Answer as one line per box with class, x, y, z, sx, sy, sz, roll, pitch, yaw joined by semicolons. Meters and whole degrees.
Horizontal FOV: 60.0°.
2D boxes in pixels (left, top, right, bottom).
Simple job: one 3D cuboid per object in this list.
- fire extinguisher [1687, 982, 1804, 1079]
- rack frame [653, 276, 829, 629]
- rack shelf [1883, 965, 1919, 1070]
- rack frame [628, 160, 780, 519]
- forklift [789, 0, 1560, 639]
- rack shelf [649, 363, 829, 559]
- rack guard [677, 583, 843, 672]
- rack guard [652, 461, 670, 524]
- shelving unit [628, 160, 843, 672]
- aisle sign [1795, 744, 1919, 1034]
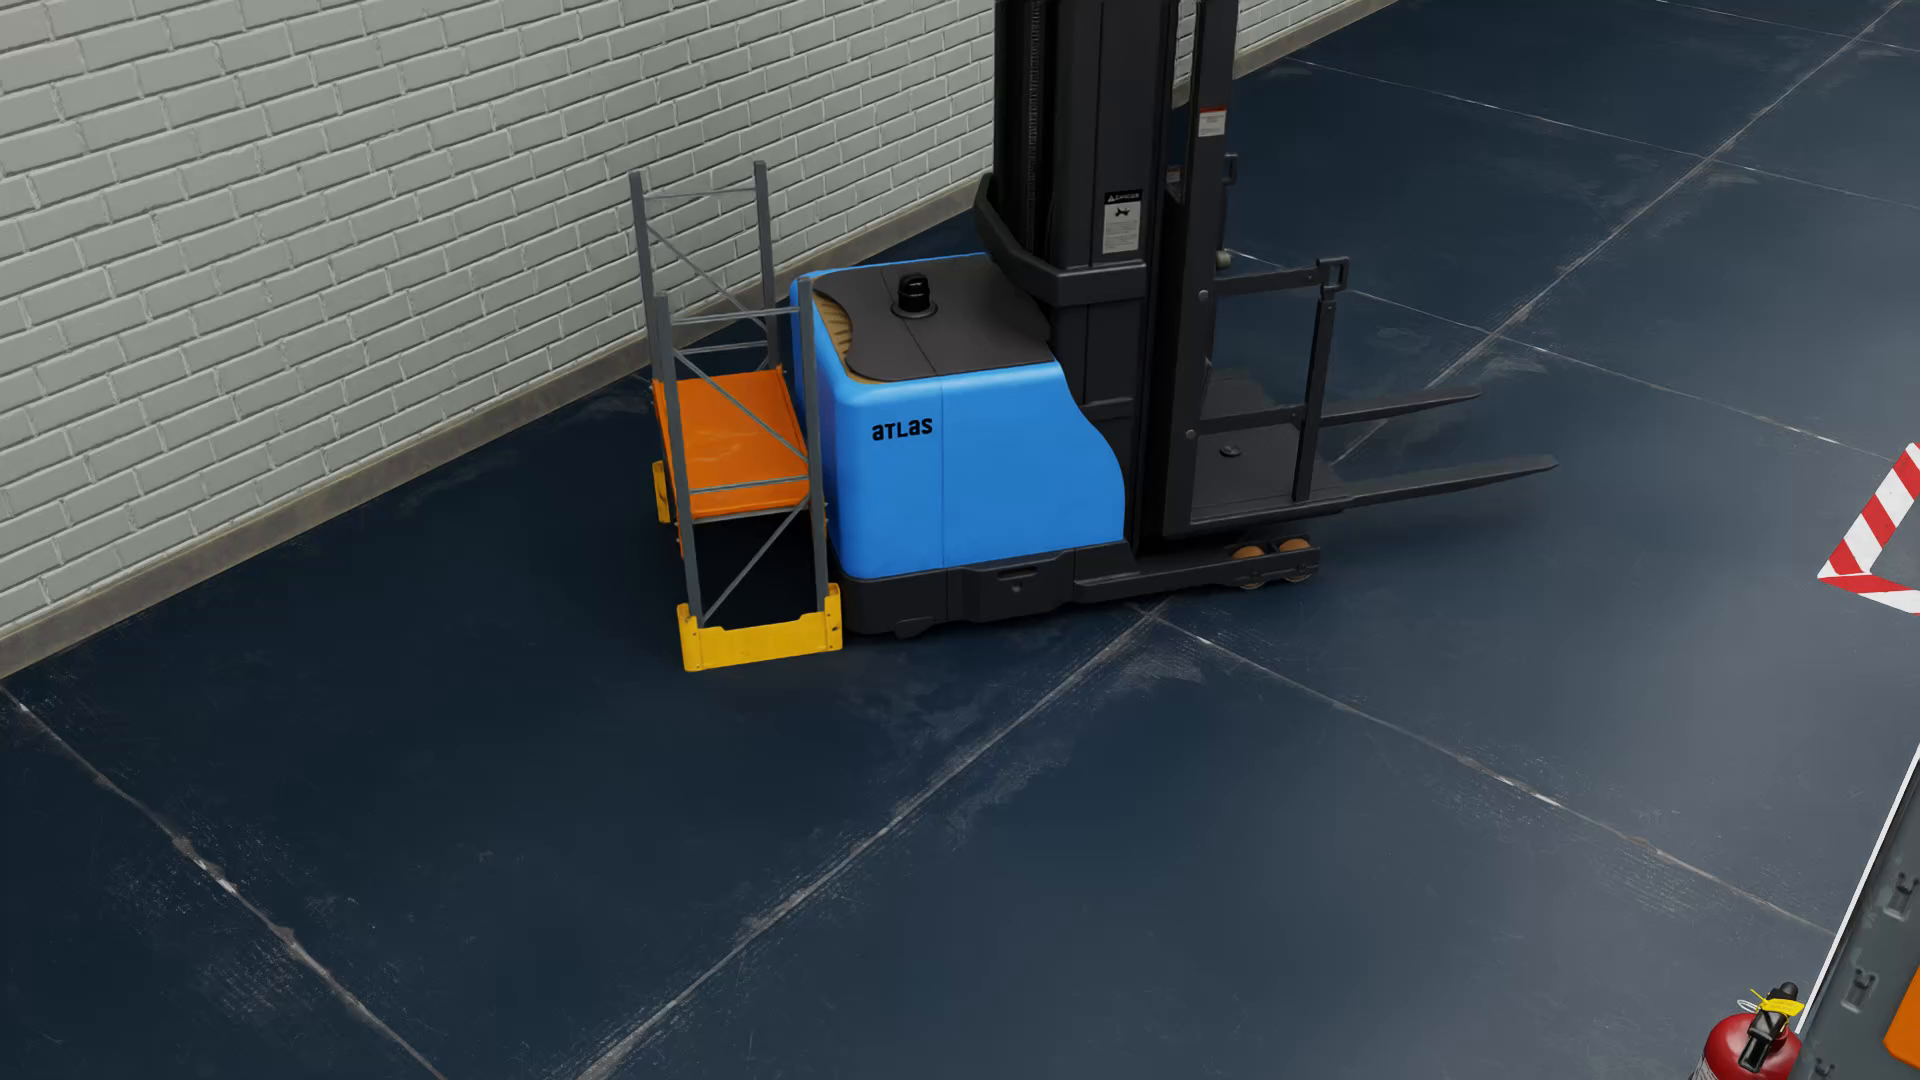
fire extinguisher;1.425;1.009;3.029;0.183;0.674;0.296;25;42;32
rack frame;-0.720;-0.186;5.697;0.500;1.500;0.032;-8;35;-11
rack shelf;2.787;0.860;0.833;4.000;0.370;1.077;25;42;32
rack frame;-0.961;-0.746;6.511;0.500;1.500;0.032;-8;35;-11
forklift;0.912;-1.297;6.049;3.031;2.935;1.130;-9;35;-12
rack shelf;-0.840;-0.318;6.206;0.538;0.185;1.000;-8;35;-11
rack guard;-0.725;0.318;6.066;0.587;0.250;0.087;-8;35;-11
rack guard;-0.960;-0.230;6.864;0.587;0.250;0.087;-8;35;-11
shelving unit;-0.843;-0.471;6.111;0.587;1.500;1.083;-8;35;-11
aisle sign;1.004;0.107;1.648;0.004;0.787;0.394;25;42;32
